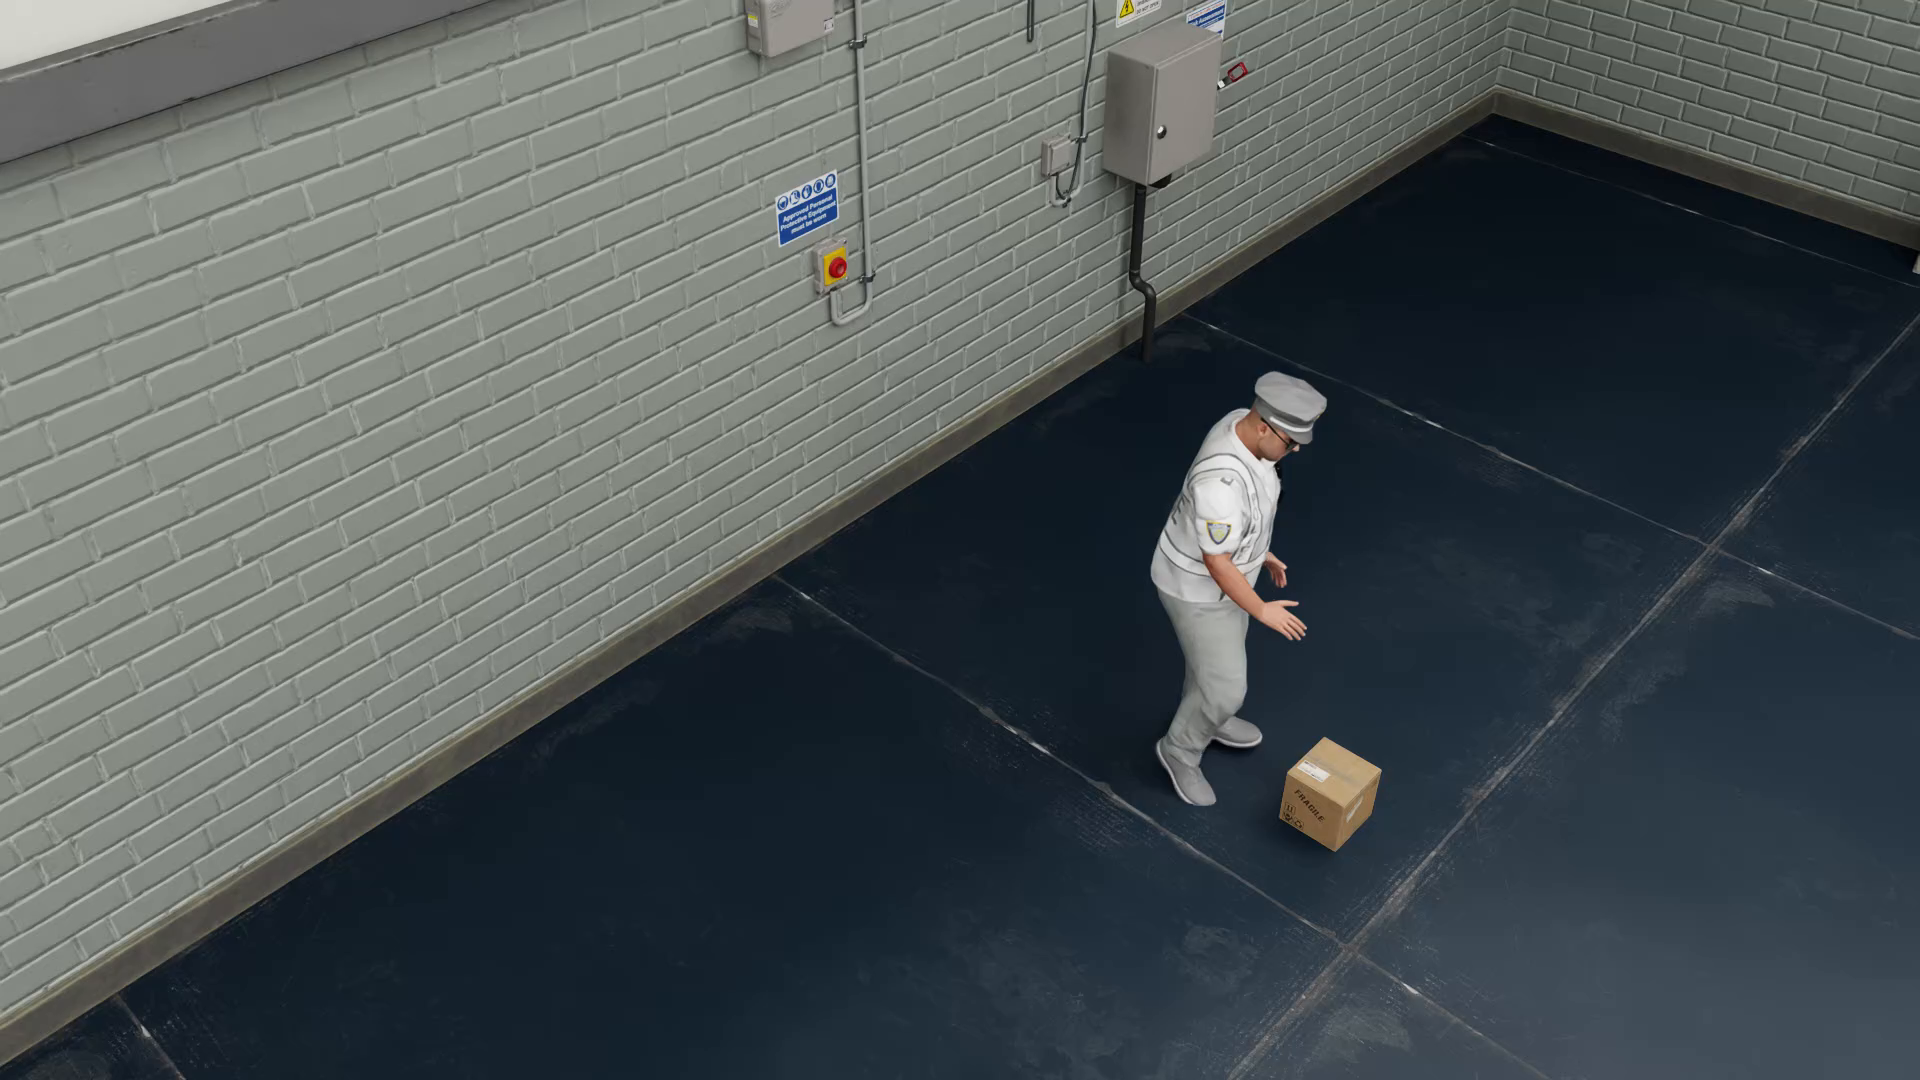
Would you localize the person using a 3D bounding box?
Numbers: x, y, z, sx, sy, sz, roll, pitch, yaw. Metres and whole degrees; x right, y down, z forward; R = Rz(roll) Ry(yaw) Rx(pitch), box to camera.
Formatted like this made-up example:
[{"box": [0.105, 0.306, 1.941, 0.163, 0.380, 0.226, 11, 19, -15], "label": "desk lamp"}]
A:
[{"box": [0.981, 0.185, 5.959, 0.597, 1.787, 0.551, 15, 42, 18], "label": "person"}]
